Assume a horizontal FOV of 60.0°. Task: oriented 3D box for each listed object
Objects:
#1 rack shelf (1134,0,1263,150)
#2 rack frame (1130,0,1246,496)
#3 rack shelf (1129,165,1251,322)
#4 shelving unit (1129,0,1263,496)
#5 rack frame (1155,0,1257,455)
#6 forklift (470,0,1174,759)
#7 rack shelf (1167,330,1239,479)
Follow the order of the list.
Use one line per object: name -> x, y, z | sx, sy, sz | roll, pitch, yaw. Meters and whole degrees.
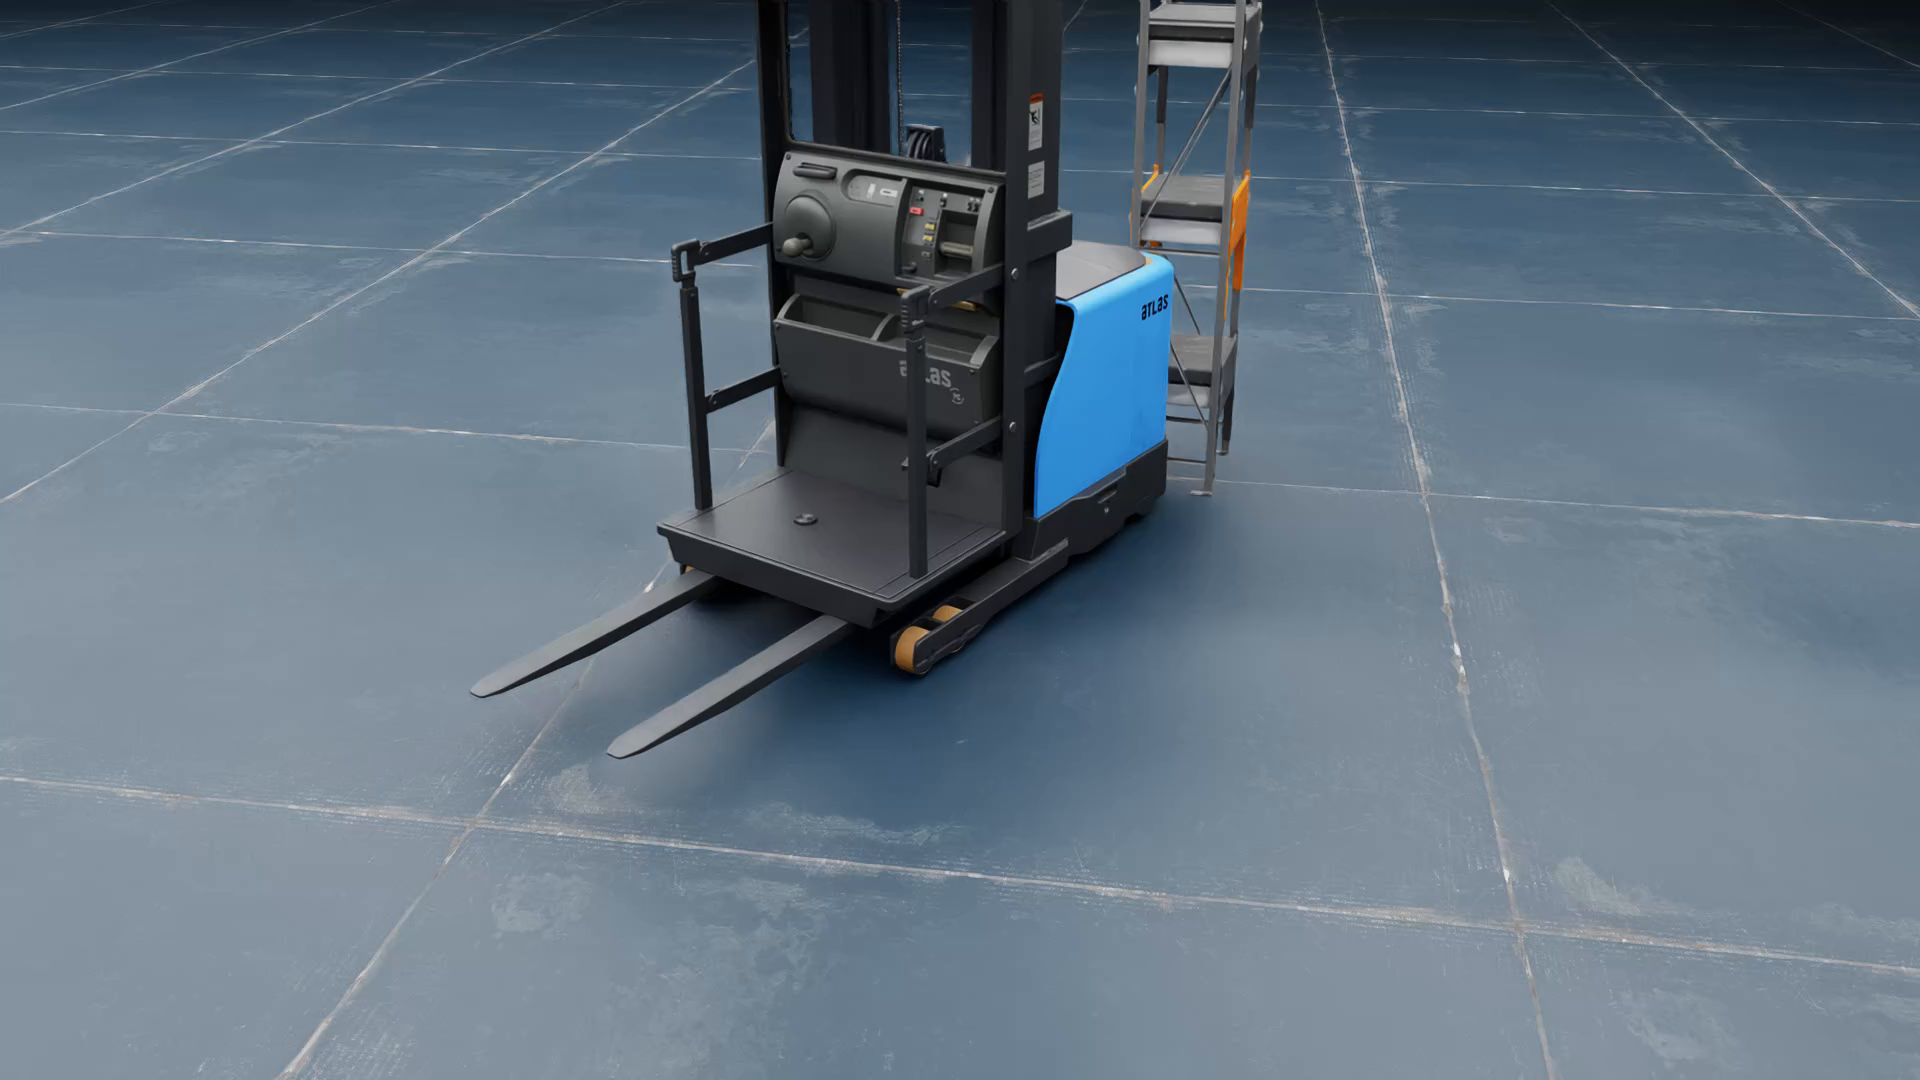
rack shelf -> 0.961, -1.887, 6.686 | 0.431, 0.518, 0.480 | 7, 26, 15
rack frame -> 0.891, -1.166, 6.765 | 0.400, 2.100, 0.015 | 7, 26, 15
rack shelf -> 0.961, -1.253, 6.982 | 0.431, 0.518, 0.480 | 7, 26, 15
shelving unit -> 0.961, -1.266, 6.976 | 0.431, 2.100, 0.503 | 7, 26, 15
rack frame -> 1.031, -1.365, 7.188 | 0.400, 2.100, 0.015 | 7, 26, 15
forklift -> -0.392, -1.093, 5.627 | 1.130, 2.935, 3.031 | 17, 30, 32
rack shelf -> 0.962, -0.619, 7.279 | 0.431, 0.518, 0.480 | 7, 26, 15
